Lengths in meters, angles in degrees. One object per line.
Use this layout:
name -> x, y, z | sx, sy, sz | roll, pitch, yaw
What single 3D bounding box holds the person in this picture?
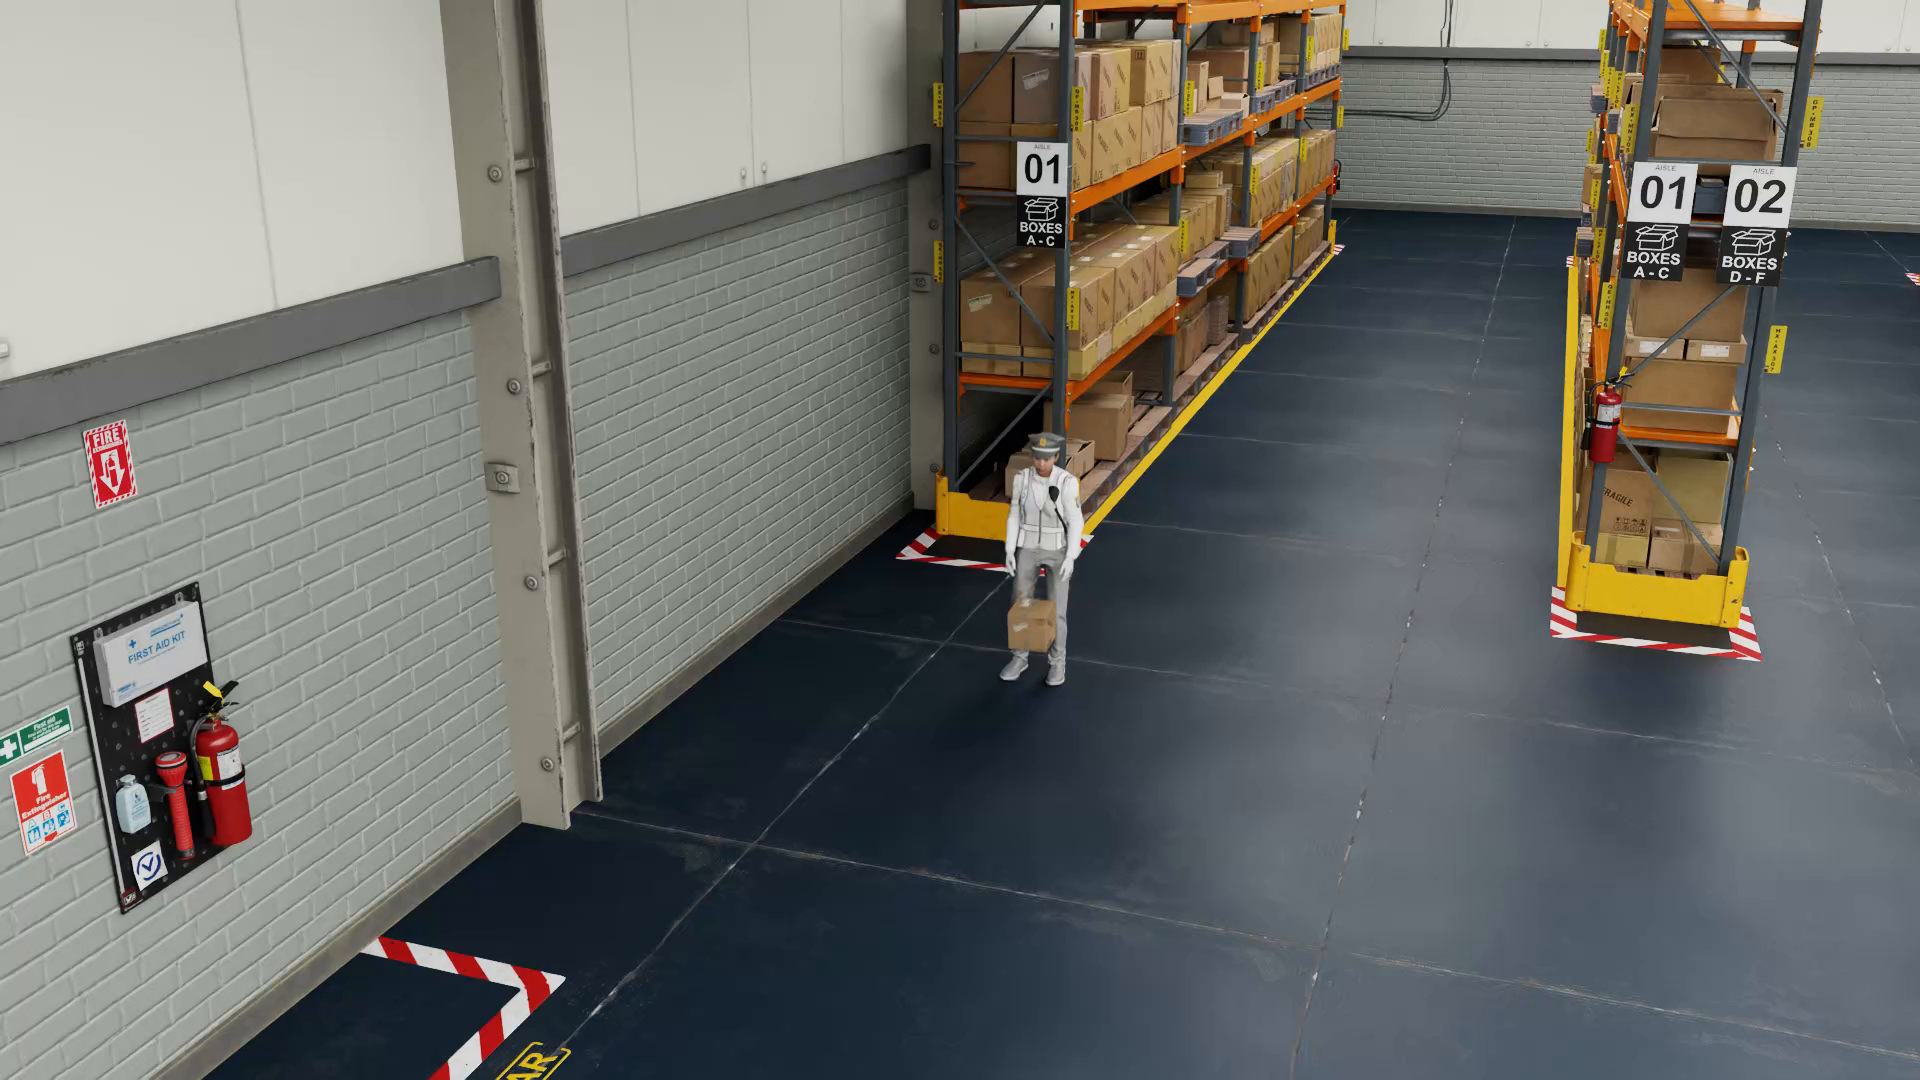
person -> 0.542, 0.110, 10.737 | 0.534, 1.660, 0.374 | 5, 19, 15
